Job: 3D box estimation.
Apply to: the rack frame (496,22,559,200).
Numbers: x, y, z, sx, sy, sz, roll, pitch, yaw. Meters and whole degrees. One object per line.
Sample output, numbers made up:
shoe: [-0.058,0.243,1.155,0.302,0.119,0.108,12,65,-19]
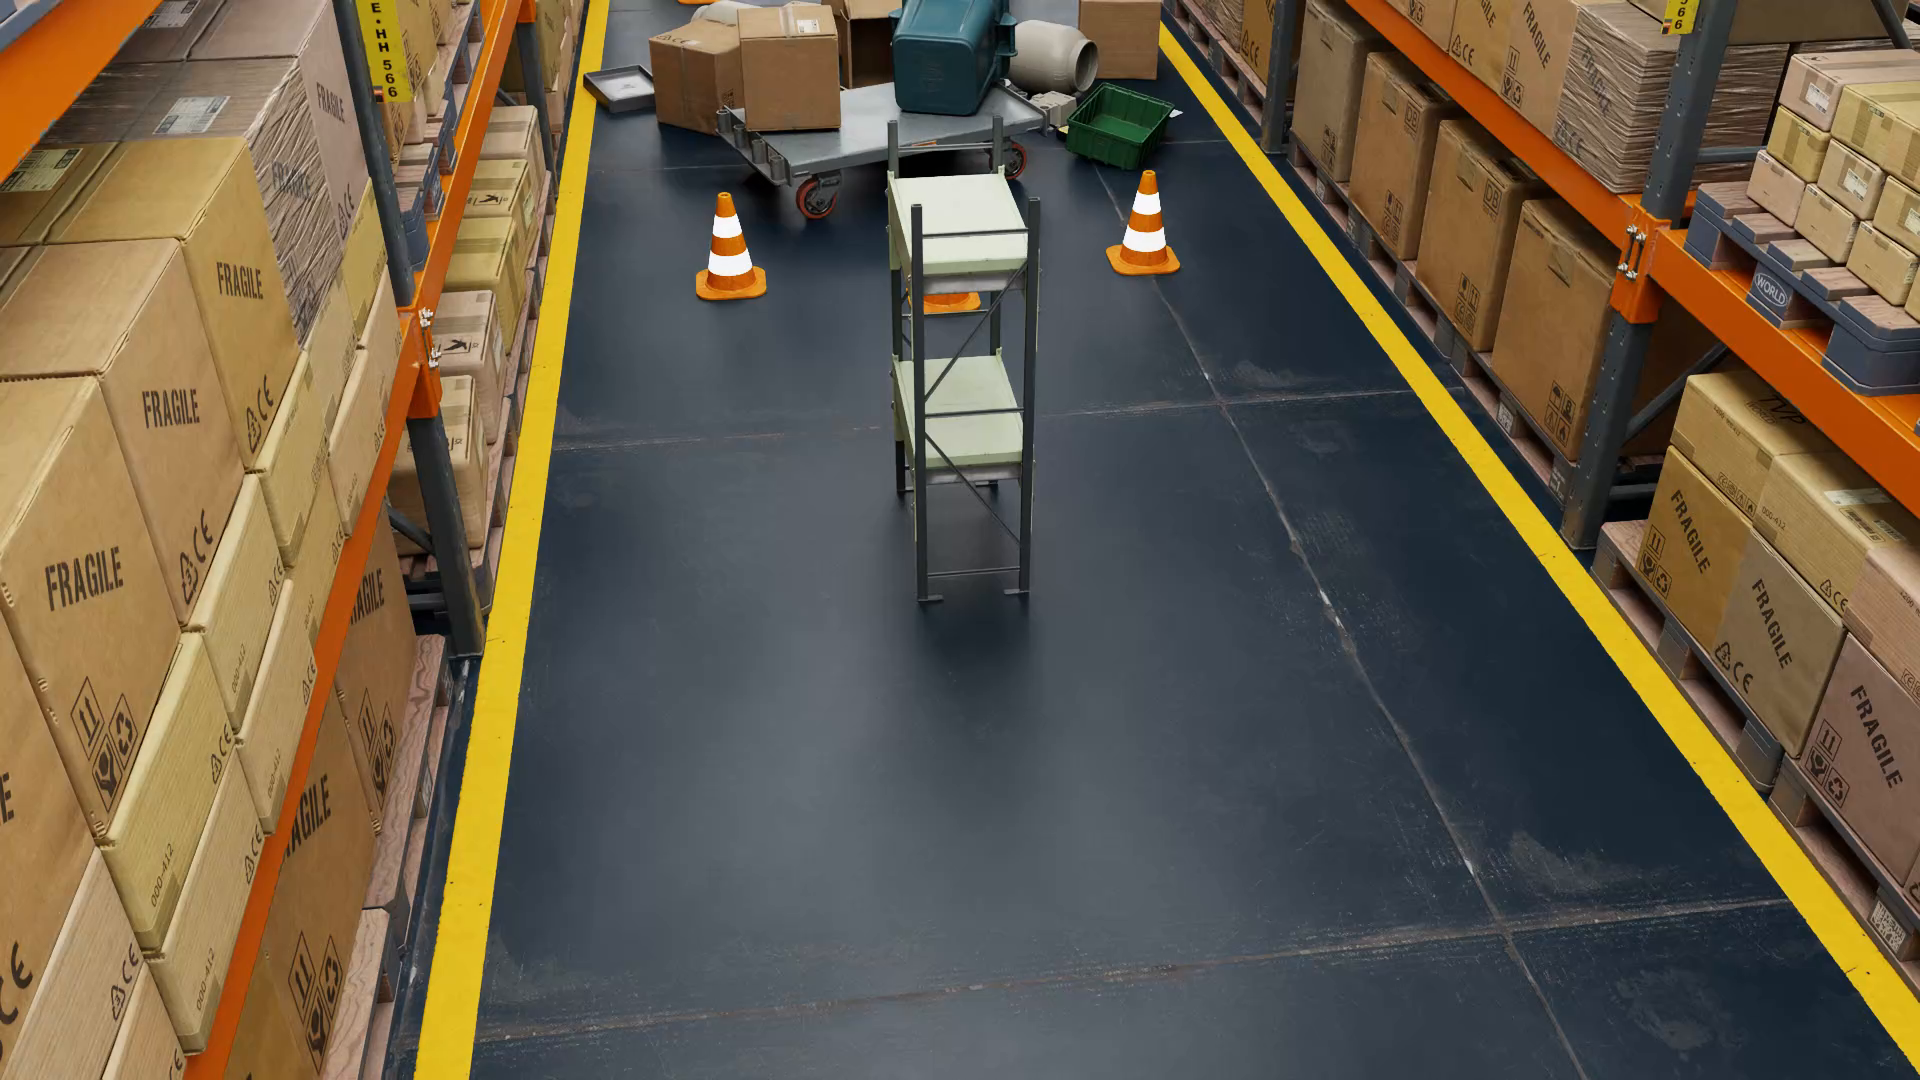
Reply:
rack frame: [-2.665,-3.066,8.086,1.000,3.000,0.127,-4,35,-6]

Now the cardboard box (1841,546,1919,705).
cardboard box: [2.740,0.247,4.405,0.500,0.250,0.500,-4,34,-6]

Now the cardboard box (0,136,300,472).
cardboard box: [-1.661,-0.457,3.280,0.500,0.500,0.500,-4,35,-6]

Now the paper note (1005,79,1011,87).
paper note: [0.231,-2.887,10.466,0.172,0.023,0.155,7,35,10]

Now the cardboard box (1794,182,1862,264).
cardboard box: [2.661,-0.921,4.787,0.380,0.149,0.250,-3,34,-4]

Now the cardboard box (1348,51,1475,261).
cardboard box: [2.525,-1.863,7.946,1.050,0.750,0.750,-4,35,-6]

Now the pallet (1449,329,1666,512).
pallet: [2.733,-0.559,6.883,1.003,0.211,1.213,-4,35,-6]

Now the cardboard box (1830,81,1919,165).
cardboard box: [2.674,-1.159,4.609,0.380,0.149,0.250,-5,35,-8]

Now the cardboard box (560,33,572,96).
cardboard box: [-2.559,-2.750,9.691,0.500,0.250,0.500,-3,34,-4]

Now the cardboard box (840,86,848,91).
cardboard box: [-0.647,-2.554,9.762,0.396,0.266,0.258,27,43,34]

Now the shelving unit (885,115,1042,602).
shelving unit: [-0.001,-0.623,5.833,0.431,1.500,0.755,-4,35,-6]

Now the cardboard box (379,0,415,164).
cardboard box: [-1.958,-1.441,4.975,0.500,0.500,0.500,-5,35,-8]

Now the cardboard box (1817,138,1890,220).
cardboard box: [2.669,-1.022,4.672,0.380,0.149,0.250,-3,34,-4]

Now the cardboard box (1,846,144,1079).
cardboard box: [-1.466,0.697,2.252,0.500,0.250,0.500,-4,34,-6]

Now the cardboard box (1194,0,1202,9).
cardboard box: [1.966,-4.161,11.206,0.875,0.875,0.875,-5,35,-7]

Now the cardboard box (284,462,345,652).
cardboard box: [-1.665,0.056,3.637,0.500,0.250,0.500,-5,35,-7]

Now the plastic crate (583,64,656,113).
plastic crate: [-2.063,-2.798,10.285,0.402,0.080,0.583,-16,38,-23]

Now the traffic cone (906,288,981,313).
traffic cone: [-0.081,-1.346,7.814,0.336,0.463,0.334,-4,35,-6]

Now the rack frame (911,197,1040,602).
rack frame: [0.048,-0.419,5.533,0.400,1.500,0.023,-4,35,-6]

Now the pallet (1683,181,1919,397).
pallet: [2.966,-0.797,4.926,1.213,0.211,1.003,-4,35,-6]

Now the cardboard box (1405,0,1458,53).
cardboard box: [2.232,-2.381,6.991,0.500,0.500,0.500,-4,34,-6]

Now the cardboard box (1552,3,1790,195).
cardboard box: [2.438,-1.538,5.754,0.500,0.500,0.500,-4,35,-6]

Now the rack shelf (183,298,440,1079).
rack shelf: [-1.858,0.579,3.376,1.077,0.370,4.000,-4,35,-6]

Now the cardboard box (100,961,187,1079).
cardboard box: [-1.457,0.906,2.391,0.500,0.250,0.500,-5,35,-8]

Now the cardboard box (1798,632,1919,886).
cardboard box: [2.752,0.574,4.591,0.500,0.500,0.500,-5,35,-8]

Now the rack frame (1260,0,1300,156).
rack frame: [2.227,-3.498,8.719,1.000,3.000,0.127,-4,35,-6]

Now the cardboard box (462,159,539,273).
cardboard box: [-2.491,-1.461,7.690,0.950,0.372,0.625,-2,34,-3]

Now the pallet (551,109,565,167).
pallet: [-2.790,-2.286,9.417,1.003,0.211,1.213,-4,35,-6]

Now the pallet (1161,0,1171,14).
pallet: [1.874,-4.137,12.134,1.003,0.211,1.213,-4,35,-6]

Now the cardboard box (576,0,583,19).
cardboard box: [-2.765,-3.615,10.960,0.500,0.250,0.500,-4,35,-6]

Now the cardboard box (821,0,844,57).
cardboard box: [-0.458,-3.479,10.907,0.637,0.503,0.797,27,43,34]

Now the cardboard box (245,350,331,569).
cardboard box: [-1.648,-0.158,3.507,0.500,0.250,0.500,-5,35,-8]

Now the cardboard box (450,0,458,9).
cardboard box: [-2.172,-2.306,6.245,0.500,0.500,0.500,-6,35,-8]

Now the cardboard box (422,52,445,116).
cardboard box: [-1.998,-1.571,5.742,0.380,0.149,0.250,-4,34,-6]

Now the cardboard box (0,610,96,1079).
cardboard box: [-1.459,0.394,2.031,0.500,0.500,0.500,-5,35,-7]

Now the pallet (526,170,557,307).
pallet: [-2.558,-1.480,8.234,1.003,0.211,1.213,-4,35,-6]

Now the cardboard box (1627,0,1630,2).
cardboard box: [2.645,-2.253,5.916,0.700,0.500,0.500,-5,35,-7]

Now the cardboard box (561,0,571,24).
cardboard box: [-2.628,-3.351,9.906,0.500,0.500,0.500,-3,34,-4]

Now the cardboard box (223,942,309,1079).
cardboard box: [-1.881,1.259,3.253,0.875,0.875,0.875,-3,34,-5]

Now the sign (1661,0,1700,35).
sign: [2.215,-1.700,5.053,0.100,0.325,0.005,-4,35,-6]

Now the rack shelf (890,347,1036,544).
rack shelf: [-0.001,-0.354,6.017,0.431,0.370,0.720,-4,35,-6]

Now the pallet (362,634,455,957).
pallet: [-2.095,0.764,4.942,1.003,0.211,1.213,-4,35,-6]

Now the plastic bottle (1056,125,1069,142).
plastic bottle: [0.694,-2.323,9.605,0.133,0.061,0.283,-24,41,-30]

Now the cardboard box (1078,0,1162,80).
cardboard box: [1.001,-3.254,10.579,0.500,0.500,0.500,1,34,2]

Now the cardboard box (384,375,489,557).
cardboard box: [-2.193,-0.238,5.896,0.950,0.372,0.625,-7,35,-10]
